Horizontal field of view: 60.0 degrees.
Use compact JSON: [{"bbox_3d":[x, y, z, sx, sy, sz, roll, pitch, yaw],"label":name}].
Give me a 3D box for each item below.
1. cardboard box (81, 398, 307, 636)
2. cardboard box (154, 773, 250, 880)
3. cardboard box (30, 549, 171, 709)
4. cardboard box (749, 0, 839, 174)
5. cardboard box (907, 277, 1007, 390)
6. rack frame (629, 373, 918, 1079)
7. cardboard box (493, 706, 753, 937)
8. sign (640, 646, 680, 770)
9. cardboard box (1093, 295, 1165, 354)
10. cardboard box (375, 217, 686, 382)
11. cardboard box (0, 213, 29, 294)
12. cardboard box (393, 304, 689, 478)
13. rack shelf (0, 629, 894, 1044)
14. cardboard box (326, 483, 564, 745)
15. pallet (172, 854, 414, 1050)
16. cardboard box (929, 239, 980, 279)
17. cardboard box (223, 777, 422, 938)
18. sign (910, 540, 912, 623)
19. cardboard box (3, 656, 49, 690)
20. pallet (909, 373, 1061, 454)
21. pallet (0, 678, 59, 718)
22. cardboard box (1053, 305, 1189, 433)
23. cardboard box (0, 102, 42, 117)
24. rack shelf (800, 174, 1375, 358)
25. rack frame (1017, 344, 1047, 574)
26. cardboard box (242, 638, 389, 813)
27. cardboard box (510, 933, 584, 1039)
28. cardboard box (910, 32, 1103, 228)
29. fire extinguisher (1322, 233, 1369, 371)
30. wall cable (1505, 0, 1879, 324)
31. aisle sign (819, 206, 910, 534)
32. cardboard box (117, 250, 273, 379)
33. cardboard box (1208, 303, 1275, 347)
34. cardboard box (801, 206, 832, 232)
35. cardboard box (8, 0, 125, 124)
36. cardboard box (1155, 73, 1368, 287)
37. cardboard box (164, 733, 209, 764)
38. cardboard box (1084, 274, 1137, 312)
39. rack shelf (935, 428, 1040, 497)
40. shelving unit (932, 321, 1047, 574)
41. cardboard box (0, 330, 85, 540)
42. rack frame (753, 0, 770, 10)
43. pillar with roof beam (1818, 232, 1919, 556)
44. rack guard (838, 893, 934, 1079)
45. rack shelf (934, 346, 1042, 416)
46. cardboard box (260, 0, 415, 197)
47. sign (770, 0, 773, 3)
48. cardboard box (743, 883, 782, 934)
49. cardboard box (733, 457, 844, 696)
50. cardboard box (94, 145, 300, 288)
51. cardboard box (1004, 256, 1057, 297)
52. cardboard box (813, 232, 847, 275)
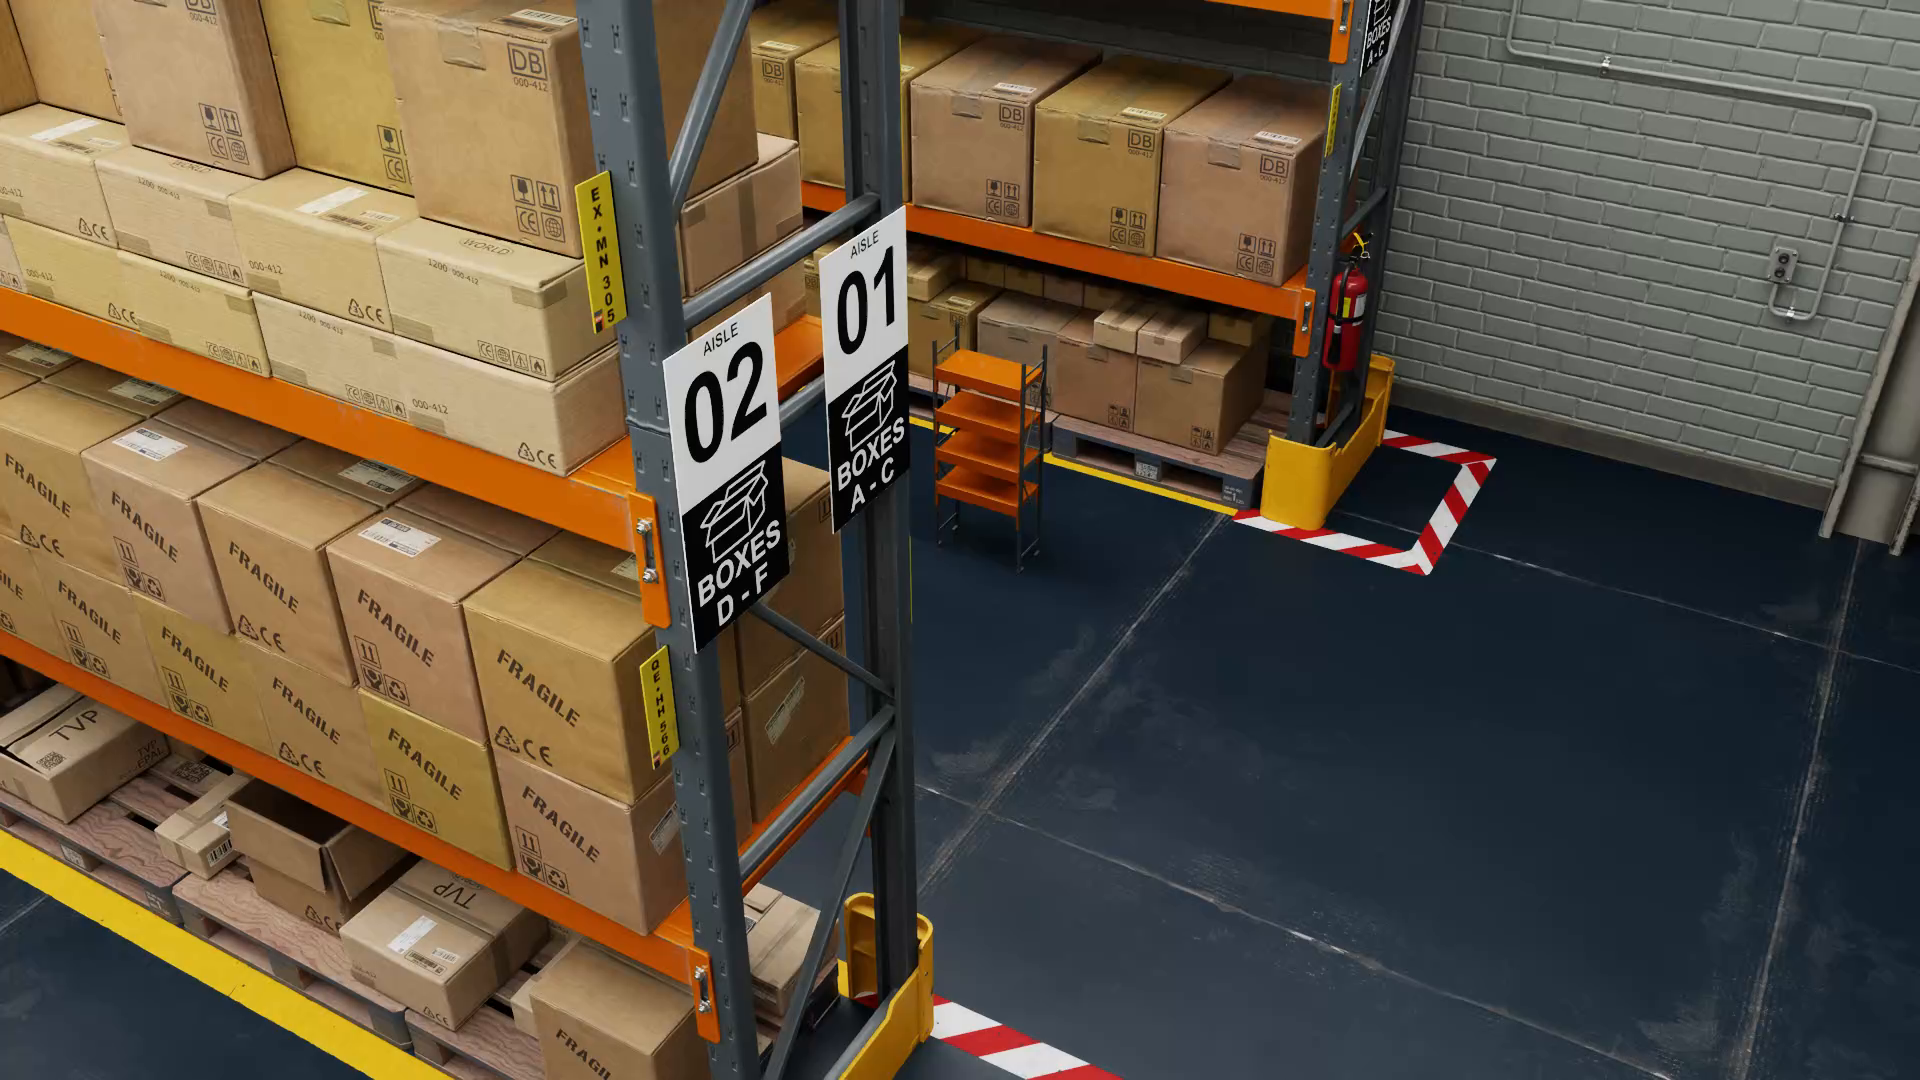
[{"bbox_3d":[-2.305,-0.102,5.204,0.500,0.500,0.500,19,38,26],"label":"cardboard box"},{"bbox_3d":[-2.905,1.115,6.528,0.250,0.166,0.380,18,37,24],"label":"cardboard box"},{"bbox_3d":[-2.731,0.174,5.692,0.500,0.500,0.500,17,37,24],"label":"cardboard box"},{"bbox_3d":[-1.000,-2.686,9.807,0.700,0.700,0.980,18,38,25],"label":"cardboard box"},{"bbox_3d":[0.014,-1.316,9.896,0.500,0.500,0.700,18,38,25],"label":"cardboard box"},{"bbox_3d":[-0.445,0.766,4.893,0.127,3.000,1.000,18,37,24],"label":"rack frame"},{"bbox_3d":[-0.969,0.733,4.853,0.500,0.500,0.500,19,38,26],"label":"cardboard box"},{"bbox_3d":[-0.738,0.414,4.092,0.005,0.325,0.100,18,37,24],"label":"sign"},{"bbox_3d":[0.928,-1.185,9.114,0.250,0.149,0.380,19,38,26],"label":"cardboard box"},{"bbox_3d":[-1.017,-0.646,3.992,0.500,0.250,0.500,18,37,24],"label":"cardboard box"},{"bbox_3d":[-2.753,-0.989,4.958,0.500,0.250,0.500,18,37,24],"label":"cardboard box"},{"bbox_3d":[-1.022,-0.434,4.125,0.500,0.250,0.500,18,37,24],"label":"cardboard box"},{"bbox_3d":[-2.181,0.516,5.918,4.000,0.370,1.077,18,37,24],"label":"rack shelf"},{"bbox_3d":[-1.407,0.180,4.781,0.500,0.500,0.500,19,38,26],"label":"cardboard box"},{"bbox_3d":[-2.259,1.351,6.530,1.213,0.211,1.003,18,37,24],"label":"pallet"},{"bbox_3d":[0.015,-1.717,9.914,0.250,0.149,0.380,18,38,25],"label":"cardboard box"},{"bbox_3d":[-2.284,1.036,6.343,0.637,0.503,0.797,18,37,24],"label":"cardboard box"},{"bbox_3d":[-0.176,0.145,5.045,0.005,0.325,0.100,18,37,24],"label":"sign"},{"bbox_3d":[-4.217,0.273,7.492,0.500,0.500,0.500,16,37,22],"label":"cardboard box"},{"bbox_3d":[0.222,-0.976,10.025,1.213,0.211,1.003,18,37,24],"label":"pallet"},{"bbox_3d":[-4.643,0.622,7.626,1.213,0.211,1.003,18,37,24],"label":"pallet"},{"bbox_3d":[0.918,-1.035,9.474,0.500,0.500,0.700,17,37,24],"label":"cardboard box"},{"bbox_3d":[-2.755,-1.195,4.816,0.500,0.250,0.500,18,37,24],"label":"cardboard box"},{"bbox_3d":[0.273,-1.869,9.500,4.000,0.370,1.077,18,37,24],"label":"rack shelf"},{"bbox_3d":[0.356,-0.387,8.248,0.015,1.200,0.240,18,37,24],"label":"rack frame"},{"bbox_3d":[-1.851,0.452,5.275,0.500,0.500,0.500,18,38,25],"label":"cardboard box"},{"bbox_3d":[-1.346,1.577,5.835,0.250,0.166,0.380,18,37,24],"label":"cardboard box"},{"bbox_3d":[0.268,-2.288,9.208,0.700,0.700,0.980,16,37,22],"label":"cardboard box"},{"bbox_3d":[1.912,-1.168,8.203,0.183,0.674,0.296,18,37,24],"label":"fire extinguisher"},{"bbox_3d":[3.591,-2.144,8.347,1.851,1.984,0.084,18,37,24],"label":"wall cable"},{"bbox_3d":[-0.240,-0.438,4.356,0.004,0.787,0.394,18,37,24],"label":"aisle sign"},{"bbox_3d":[-1.891,-0.708,4.536,0.500,0.250,0.500,18,37,24],"label":"cardboard box"},{"bbox_3d":[1.560,-1.229,9.181,0.250,0.149,0.380,18,38,25],"label":"cardboard box"},{"bbox_3d":[-0.892,-2.003,10.343,0.250,0.149,0.380,17,37,24],"label":"cardboard box"},{"bbox_3d":[-2.166,-1.520,4.628,0.500,0.500,0.700,18,37,24],"label":"cardboard box"},{"bbox_3d":[1.562,-1.879,8.594,0.700,0.700,0.980,19,38,26],"label":"cardboard box"},{"bbox_3d":[-3.282,0.544,7.085,0.500,0.500,0.500,18,37,24],"label":"cardboard box"},{"bbox_3d":[0.903,-1.437,9.493,0.250,0.149,0.380,18,38,25],"label":"cardboard box"},{"bbox_3d":[0.144,-0.398,8.386,0.480,0.148,0.258,18,37,24],"label":"rack shelf"},{"bbox_3d":[0.144,-0.454,8.349,0.503,1.200,0.258,18,37,24],"label":"shelving unit"},{"bbox_3d":[-3.200,-0.385,5.629,0.500,0.500,0.500,16,37,23],"label":"cardboard box"},{"bbox_3d":[-1.463,-2.719,10.126,0.127,3.000,1.000,18,37,24],"label":"rack frame"},{"bbox_3d":[2.647,-1.718,3.210,0.400,9.000,9.100,18,37,24],"label":"pillar with roof beam"},{"bbox_3d":[-0.511,1.786,5.617,0.348,0.500,1.175,18,37,24],"label":"rack guard"},{"bbox_3d":[0.144,-0.781,8.131,0.480,0.148,0.258,18,37,24],"label":"rack shelf"},{"bbox_3d":[-1.291,-1.252,4.225,0.500,0.500,0.700,18,37,24],"label":"cardboard box"},{"bbox_3d":[-1.189,-3.379,10.266,0.005,0.325,0.100,18,37,24],"label":"sign"},{"bbox_3d":[-0.855,1.413,6.081,0.250,0.166,0.380,18,37,24],"label":"cardboard box"},{"bbox_3d":[-0.699,0.060,4.962,0.500,0.500,0.500,19,38,26],"label":"cardboard box"},{"bbox_3d":[-1.884,-0.923,4.408,0.500,0.250,0.500,18,37,24],"label":"cardboard box"},{"bbox_3d":[0.459,-1.577,9.703,0.250,0.149,0.380,18,38,25],"label":"cardboard box"},{"bbox_3d":[-0.658,-1.686,9.867,0.250,0.149,0.380,19,38,26],"label":"cardboard box"}]
